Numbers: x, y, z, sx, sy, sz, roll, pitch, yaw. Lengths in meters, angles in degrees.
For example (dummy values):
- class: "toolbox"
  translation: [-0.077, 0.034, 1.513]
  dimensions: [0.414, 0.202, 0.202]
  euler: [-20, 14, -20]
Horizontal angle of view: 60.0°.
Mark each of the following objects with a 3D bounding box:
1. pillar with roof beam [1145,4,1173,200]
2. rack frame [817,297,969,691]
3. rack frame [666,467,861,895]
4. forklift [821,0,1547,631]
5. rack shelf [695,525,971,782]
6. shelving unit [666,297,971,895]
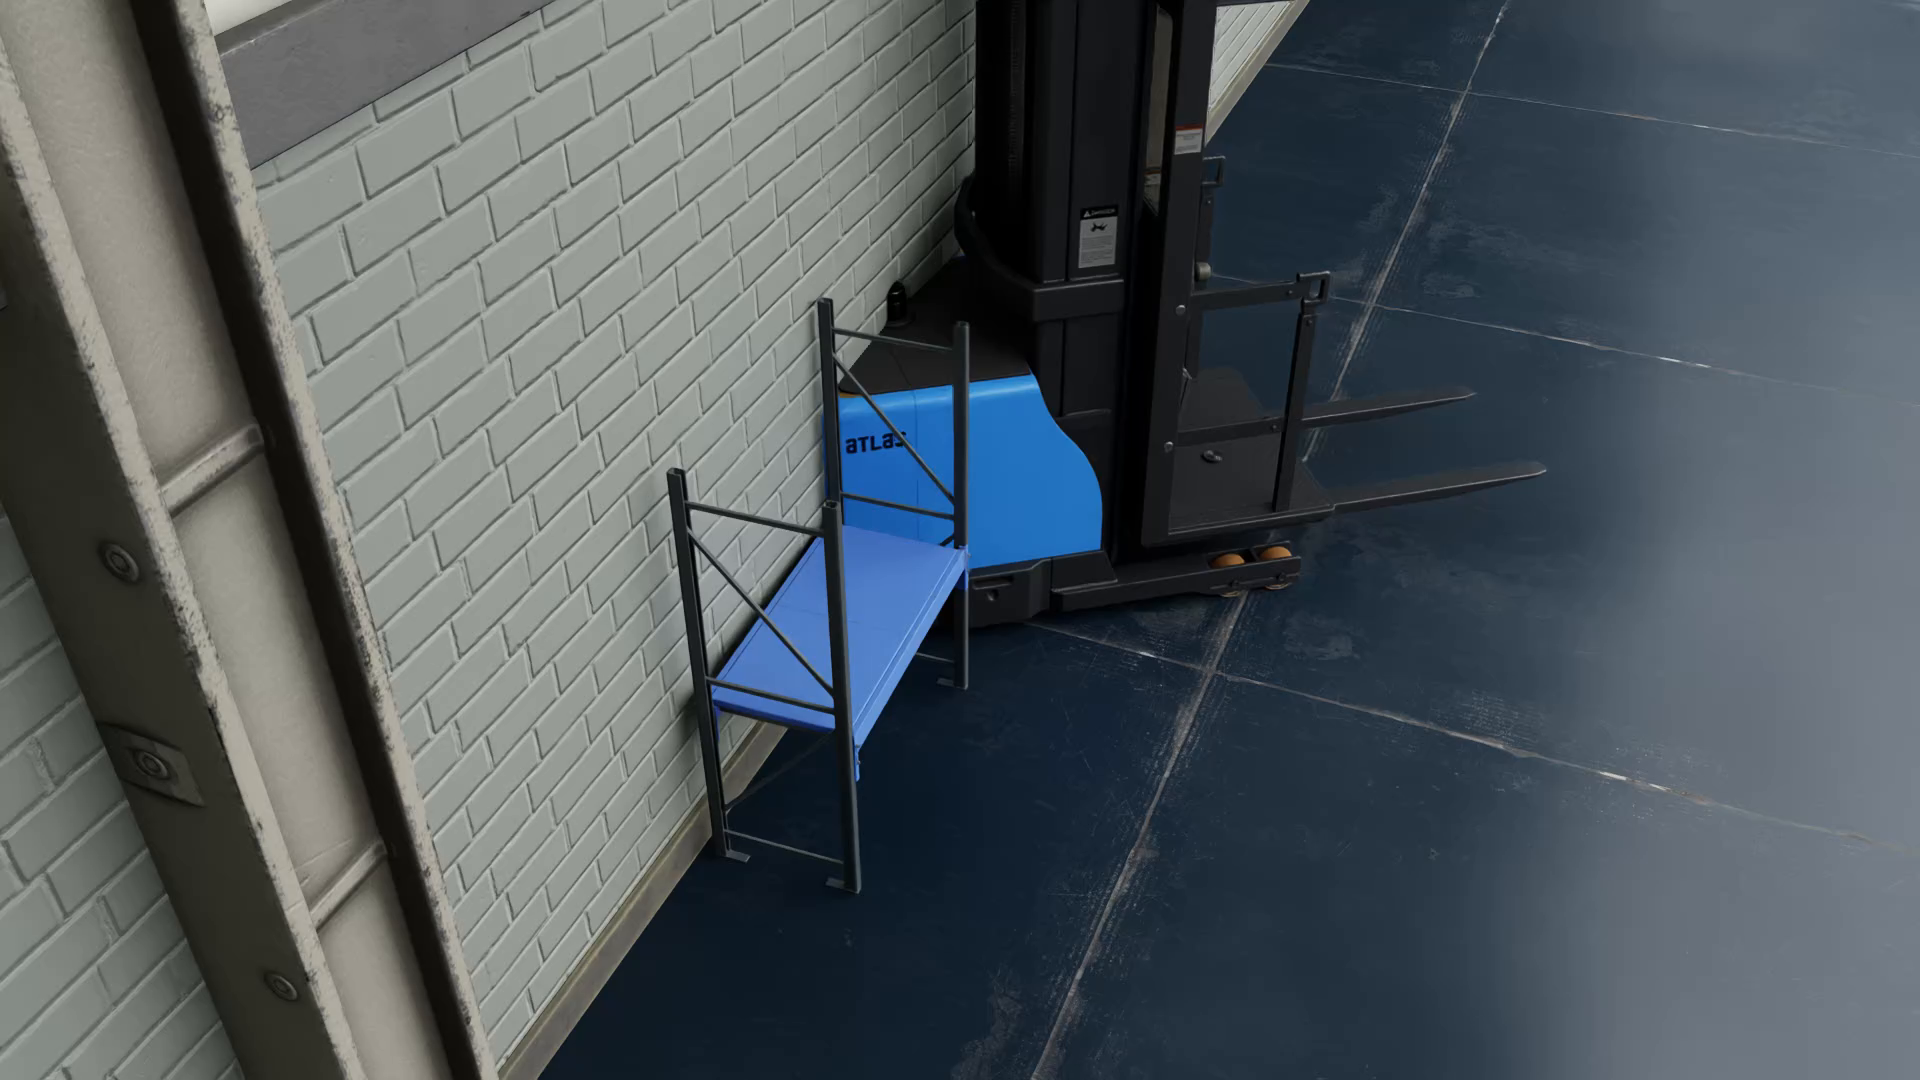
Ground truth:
- class: "pillar with roof beam"
  translation: [4.954, -4.072, 4.682]
  dimensions: [9.100, 9.000, 0.400]
  euler: [14, 39, 18]
- class: "rack frame"
  translation: [-0.211, -0.112, 5.647]
  dimensions: [0.500, 1.500, 0.032]
  euler: [12, 38, 16]
- class: "rack frame"
  translation: [-0.553, 0.461, 4.880]
  dimensions: [0.500, 1.500, 0.032]
  euler: [12, 38, 16]
- class: "forklift"
  translation: [0.838, -1.252, 5.977]
  dimensions: [3.031, 2.935, 1.130]
  euler: [-8, 38, -11]
- class: "rack shelf"
  translation: [-0.382, 0.319, 5.371]
  dimensions: [0.538, 0.185, 1.000]
  euler: [12, 38, 16]
- class: "shelving unit"
  translation: [-0.382, 0.175, 5.264]
  dimensions: [0.538, 1.500, 1.048]
  euler: [12, 38, 16]
